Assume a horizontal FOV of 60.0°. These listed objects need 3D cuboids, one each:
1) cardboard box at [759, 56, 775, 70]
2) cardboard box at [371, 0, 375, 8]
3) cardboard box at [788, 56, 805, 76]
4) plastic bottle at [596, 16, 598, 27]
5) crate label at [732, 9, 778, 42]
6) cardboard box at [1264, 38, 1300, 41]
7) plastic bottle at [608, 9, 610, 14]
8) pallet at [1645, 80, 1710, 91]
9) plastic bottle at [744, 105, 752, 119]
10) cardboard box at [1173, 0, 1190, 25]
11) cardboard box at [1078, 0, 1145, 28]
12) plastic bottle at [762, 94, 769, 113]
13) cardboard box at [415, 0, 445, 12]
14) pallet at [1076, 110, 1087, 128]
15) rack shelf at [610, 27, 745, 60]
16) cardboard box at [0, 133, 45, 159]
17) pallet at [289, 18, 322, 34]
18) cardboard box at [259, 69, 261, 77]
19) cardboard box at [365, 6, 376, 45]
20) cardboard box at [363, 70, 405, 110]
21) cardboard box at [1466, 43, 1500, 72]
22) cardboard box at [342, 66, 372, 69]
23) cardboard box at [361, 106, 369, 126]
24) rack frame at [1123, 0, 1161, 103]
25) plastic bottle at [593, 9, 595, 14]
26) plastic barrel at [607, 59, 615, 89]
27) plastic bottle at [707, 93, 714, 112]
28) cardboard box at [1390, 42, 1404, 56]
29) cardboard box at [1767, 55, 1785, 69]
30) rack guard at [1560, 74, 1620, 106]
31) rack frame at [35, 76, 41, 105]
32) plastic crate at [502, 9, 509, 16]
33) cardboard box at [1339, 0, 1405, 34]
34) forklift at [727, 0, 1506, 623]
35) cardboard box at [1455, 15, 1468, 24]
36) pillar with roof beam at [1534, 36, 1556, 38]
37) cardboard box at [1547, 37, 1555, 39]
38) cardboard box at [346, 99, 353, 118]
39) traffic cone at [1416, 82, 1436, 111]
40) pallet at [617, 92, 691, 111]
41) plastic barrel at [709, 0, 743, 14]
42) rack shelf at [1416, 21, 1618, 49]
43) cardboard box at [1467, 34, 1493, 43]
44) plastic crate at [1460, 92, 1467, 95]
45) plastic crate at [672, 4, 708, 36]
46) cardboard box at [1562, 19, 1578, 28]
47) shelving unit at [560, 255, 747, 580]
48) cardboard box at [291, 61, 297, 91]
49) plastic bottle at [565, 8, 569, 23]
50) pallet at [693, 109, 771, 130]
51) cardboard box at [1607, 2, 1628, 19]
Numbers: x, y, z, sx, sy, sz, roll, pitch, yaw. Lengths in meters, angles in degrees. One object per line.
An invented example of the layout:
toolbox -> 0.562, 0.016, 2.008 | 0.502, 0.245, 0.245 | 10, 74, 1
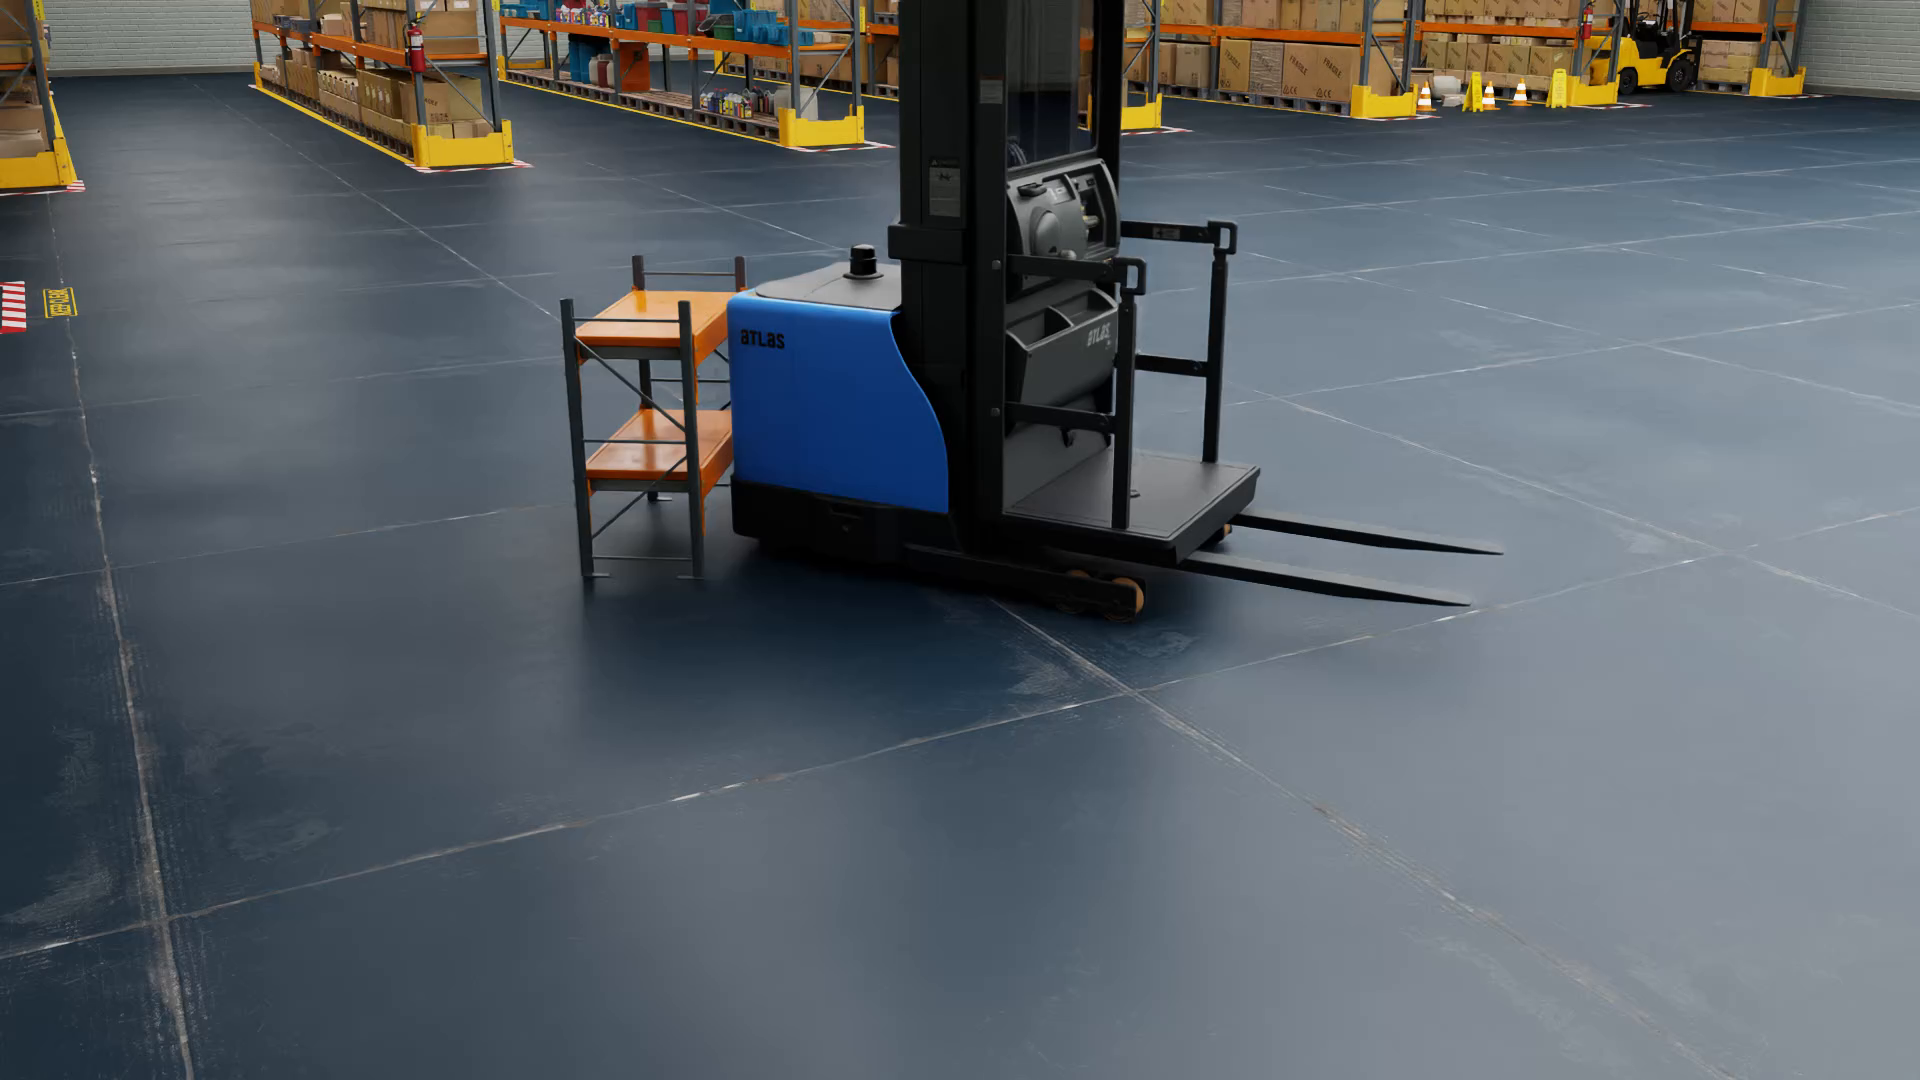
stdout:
cardboard box -> -3.840, -10.756, 36.318 | 0.875, 0.875, 0.875 | -10, 21, -27
cardboard box -> -7.764, -7.298, 22.535 | 0.380, 0.149, 0.250 | -10, 22, -27
cardboard box -> -2.848, -10.115, 34.461 | 1.225, 0.875, 0.875 | -10, 21, -26
plastic bottle -> -6.483, -9.329, 29.872 | 0.097, 0.201, 0.097 | 0, 19, 0
crate label -> -2.942, -7.393, 23.904 | 0.502, 0.435, 0.616 | -10, 21, -27
cardboard box -> 7.197, -10.894, 36.717 | 0.875, 0.875, 0.875 | -10, 22, -27
plastic bottle -> -6.571, -9.831, 31.221 | 0.097, 0.271, 0.097 | 0, 19, 0
pallet -> 14.642, -9.207, 33.489 | 1.003, 0.211, 1.213 | -10, 21, -27
plastic bottle -> -3.088, -6.234, 24.216 | 0.097, 0.201, 0.097 | 0, 19, 0
cardboard box -> 4.320, -9.845, 30.912 | 0.500, 0.500, 0.500 | -10, 22, -27
cardboard box -> 2.292, -8.007, 25.128 | 0.875, 0.500, 0.500 | -10, 21, -27
plastic bottle -> -2.945, -6.610, 25.179 | 0.061, 0.283, 0.133 | -10, 21, -27
cardboard box -> -6.540, -6.558, 20.390 | 0.380, 0.149, 0.250 | -10, 22, -28
pallet -> 2.138, -6.599, 25.933 | 1.003, 0.211, 1.213 | -10, 21, -27
rack shelf -> -4.679, -8.272, 27.609 | 1.077, 0.370, 4.000 | -10, 21, -27
cardboard box -> -10.798, -4.505, 19.036 | 0.500, 0.311, 0.500 | -13, 23, -33
pallet -> -10.373, -8.513, 27.499 | 1.213, 0.211, 1.003 | -10, 21, -27
cardboard box -> -13.892, -9.404, 33.481 | 0.380, 0.149, 0.250 | -10, 21, -27
cardboard box -> -7.874, -7.193, 23.225 | 0.700, 0.500, 0.500 | -11, 22, -28
cardboard box -> -7.901, -6.201, 22.926 | 0.500, 0.500, 0.500 | -10, 21, -27
cardboard box -> 9.903, -9.081, 31.273 | 0.500, 0.500, 0.500 | -9, 21, -24
cardboard box -> -10.208, -7.771, 28.211 | 0.500, 0.500, 0.500 | -11, 22, -29
cardboard box -> -8.137, -5.991, 23.465 | 0.500, 0.250, 0.500 | -10, 21, -27
rack frame -> 2.529, -7.657, 24.723 | 1.000, 3.000, 0.127 | -10, 21, -27
plastic bottle -> -6.700, -9.585, 30.489 | 0.061, 0.283, 0.133 | -10, 21, -27
plastic barrel -> -6.223, -8.495, 30.322 | 0.421, 0.512, 0.421 | 0, 19, 0
plastic bottle -> -3.786, -6.711, 25.482 | 0.152, 0.276, 0.135 | -9, 21, -25
cardboard box -> 10.686, -11.805, 39.932 | 0.500, 0.500, 0.500 | -11, 22, -29
cardboard box -> 15.577, -9.264, 32.186 | 0.500, 0.250, 0.500 | -10, 21, -26
rack guard -> 11.214, -8.032, 29.643 | 1.175, 0.500, 0.348 | -10, 21, -27
rack frame -> -14.348, -7.652, 24.708 | 1.000, 3.000, 0.127 | -10, 21, -27
plastic crate -> -9.521, -11.160, 35.187 | 0.250, 0.136, 0.298 | -10, 21, -27
cardboard box -> 6.726, -8.567, 27.130 | 0.875, 0.550, 0.550 | -10, 21, -27
forklift -> 0.587, -1.273, 6.326 | 3.031, 2.935, 1.130 | 10, 21, 26
cardboard box -> 9.624, -9.869, 31.519 | 0.380, 0.149, 0.250 | -9, 21, -25
pillar with roof beam -> 9.442, -14.193, 34.467 | 9.100, 9.000, 0.400 | -10, 21, -27
cardboard box -> 12.739, -10.774, 36.752 | 0.875, 0.625, 0.625 | -11, 22, -29
cardboard box -> -8.781, -6.390, 24.624 | 0.500, 0.250, 0.500 | -10, 22, -27
traffic cone -> 7.940, -7.570, 28.359 | 0.336, 0.463, 0.334 | -10, 21, -27
pallet -> -5.295, -7.640, 28.948 | 1.003, 0.211, 1.213 | -10, 21, -27
plastic barrel -> -3.646, -8.433, 26.203 | 0.600, 0.901, 0.708 | -10, 21, -27
rack shelf -> 10.301, -9.426, 30.953 | 1.077, 0.370, 4.000 | -10, 21, -27
cardboard box -> 9.776, -9.420, 31.259 | 0.380, 0.149, 0.250 | -9, 21, -24
plastic crate -> 9.375, -8.383, 31.302 | 0.583, 0.080, 0.402 | 16, 25, 39
plastic crate -> -4.229, -8.160, 26.083 | 0.402, 0.464, 0.583 | -10, 21, -27
cardboard box -> 10.885, -9.148, 29.428 | 0.380, 0.149, 0.250 | -9, 21, -25
shelving unit -> -1.232, -0.548, 6.993 | 0.538, 1.125, 1.048 | 2, 19, 5
cardboard box -> -11.611, -8.267, 29.648 | 0.500, 0.500, 0.500 | -10, 21, -26
plastic bottle -> -7.439, -9.939, 31.535 | 0.097, 0.271, 0.097 | 0, 19, 0
pallet -> -3.447, -6.521, 25.705 | 1.003, 0.211, 1.213 | -10, 21, -27
cardboard box -> 13.699, -10.990, 34.228 | 0.500, 0.500, 0.500 | -11, 22, -28
